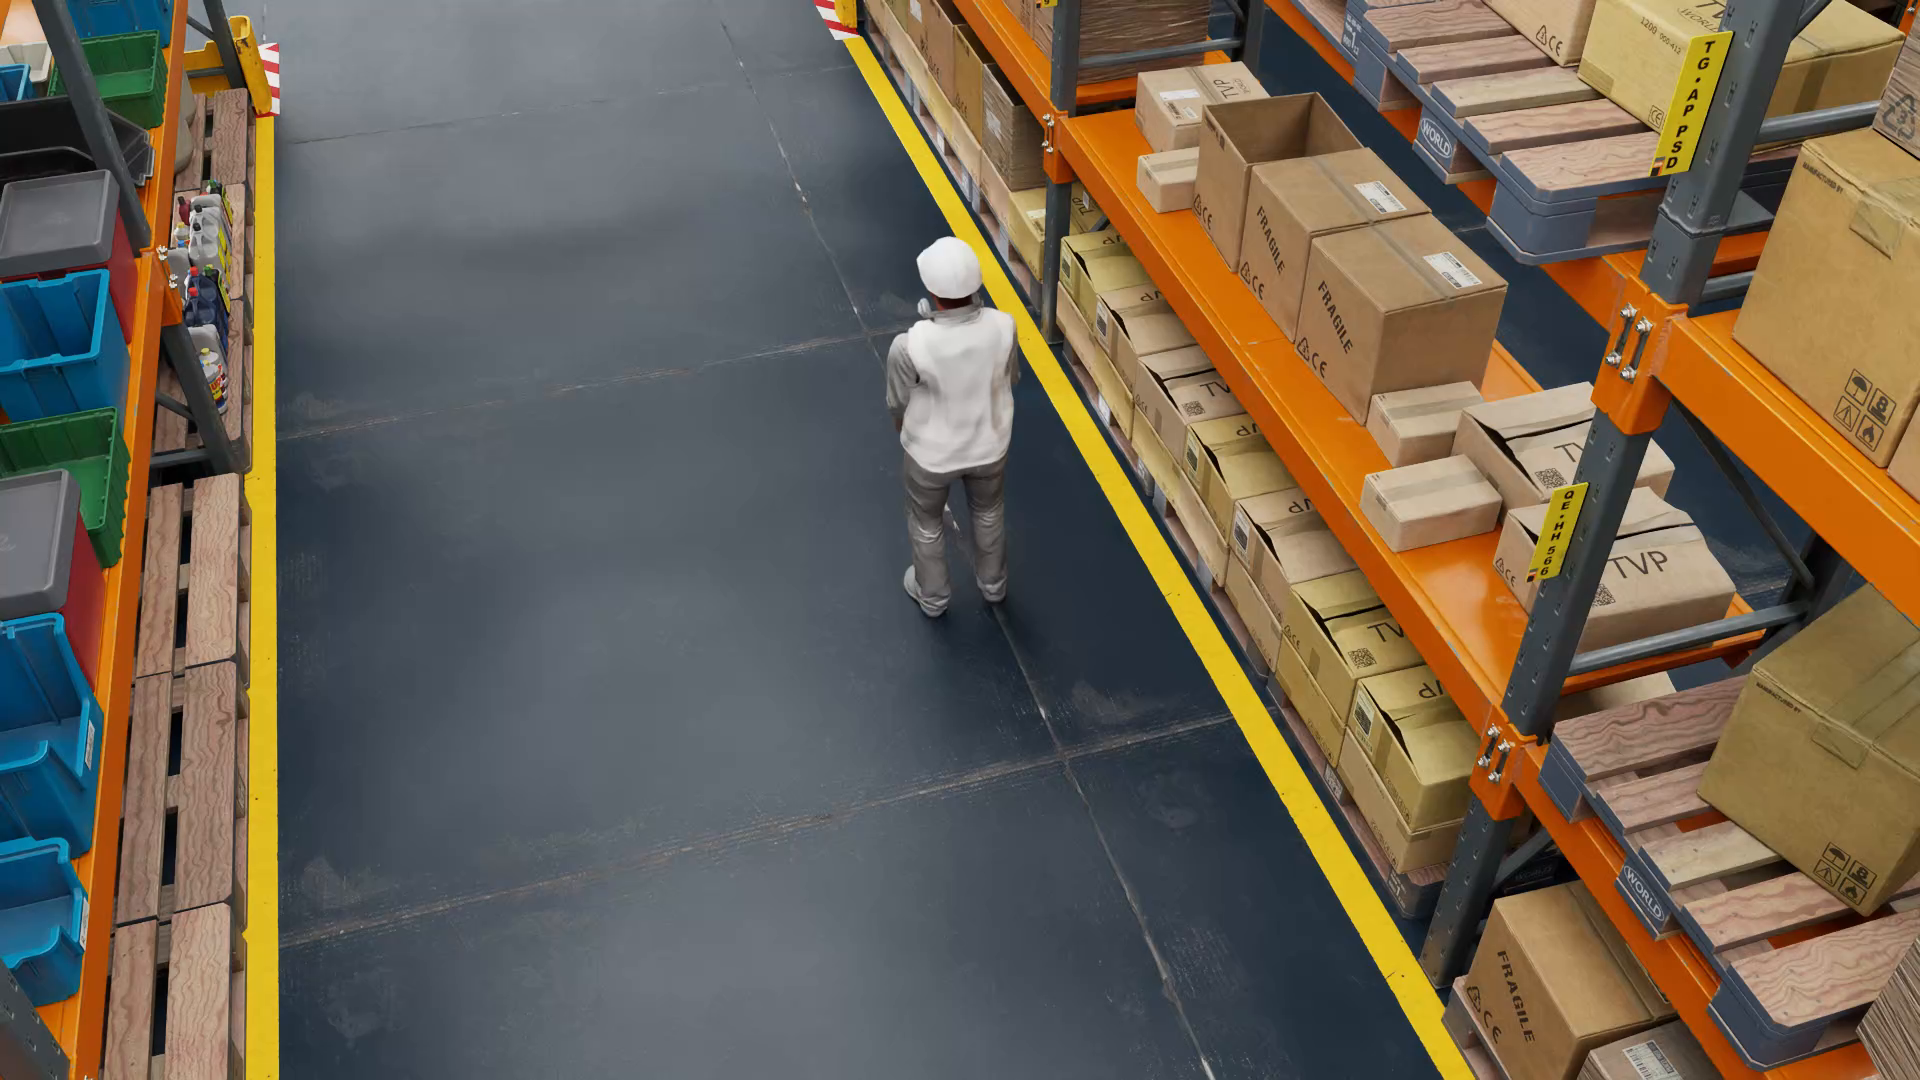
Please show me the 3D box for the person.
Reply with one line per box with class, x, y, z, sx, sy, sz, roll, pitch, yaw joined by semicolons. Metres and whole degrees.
person;-0.032;-0.426;6.609;0.546;1.779;0.470;-13;43;-14
